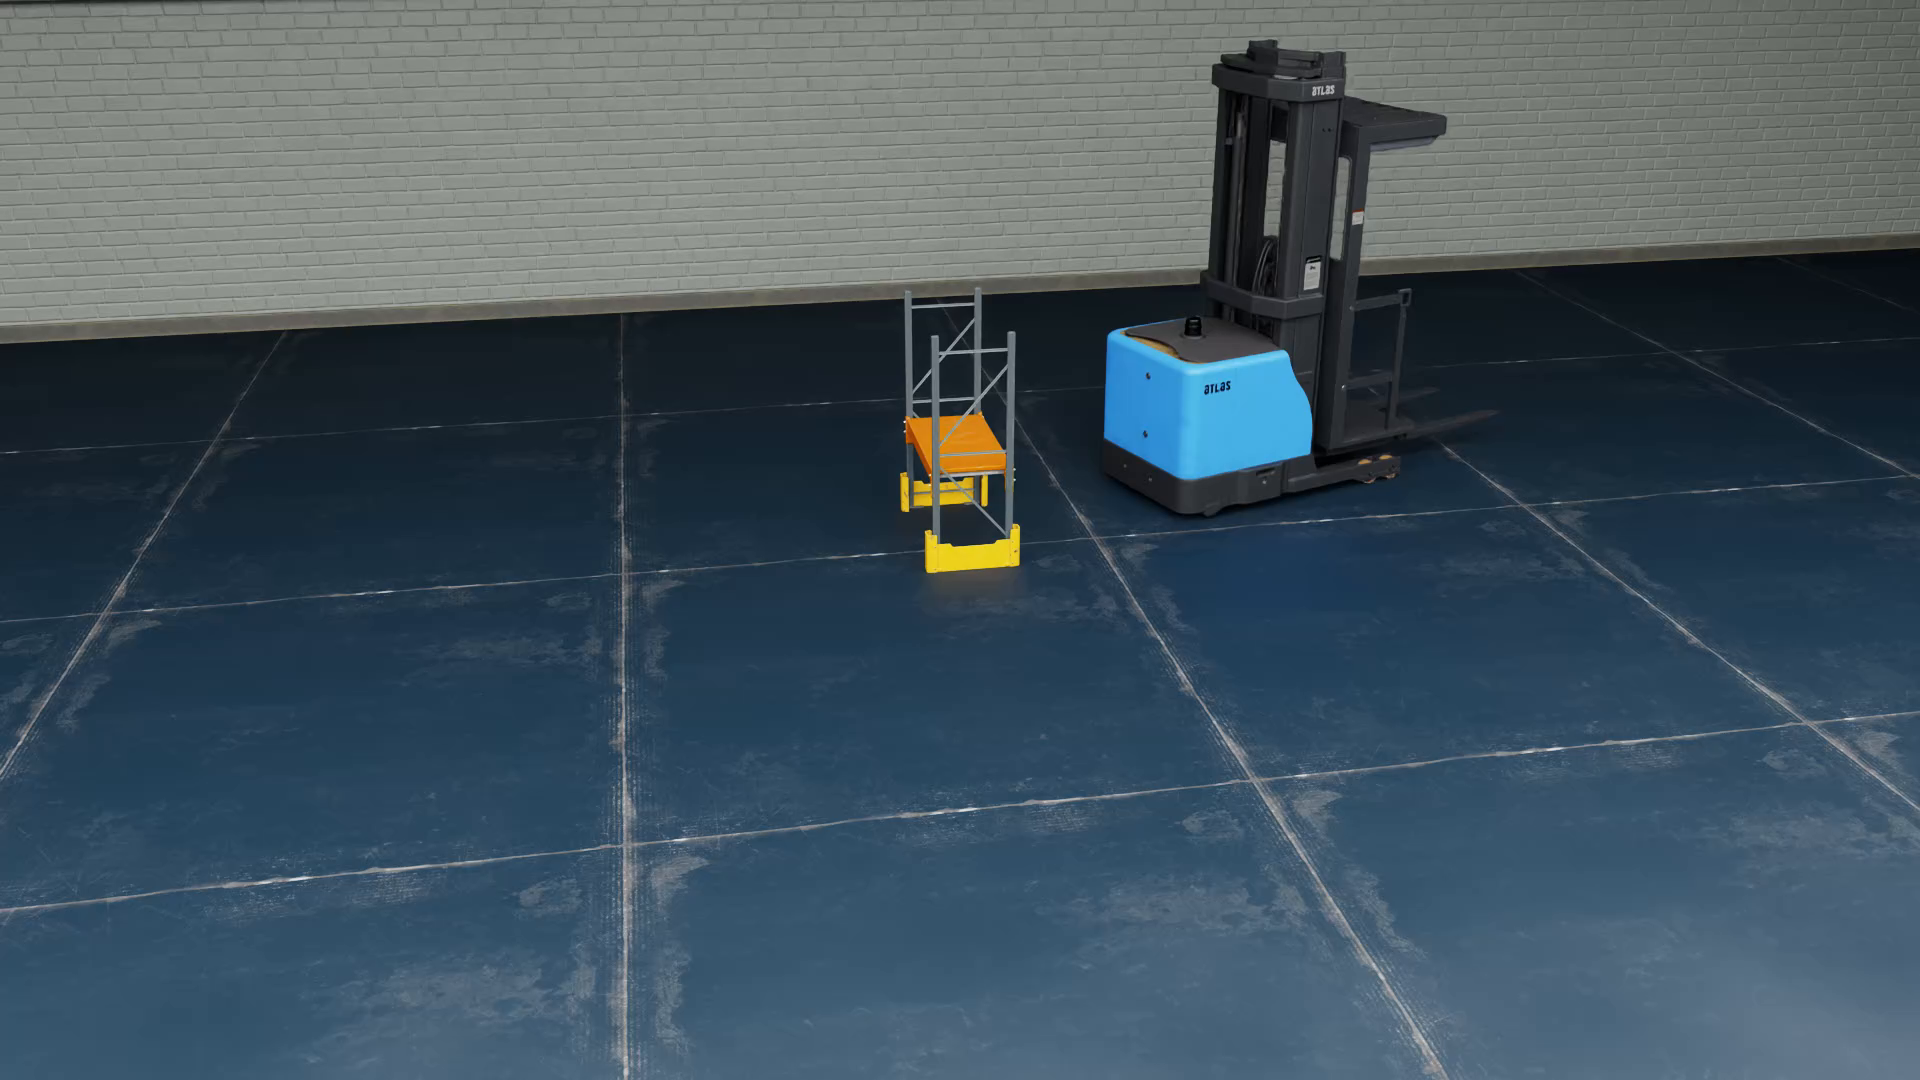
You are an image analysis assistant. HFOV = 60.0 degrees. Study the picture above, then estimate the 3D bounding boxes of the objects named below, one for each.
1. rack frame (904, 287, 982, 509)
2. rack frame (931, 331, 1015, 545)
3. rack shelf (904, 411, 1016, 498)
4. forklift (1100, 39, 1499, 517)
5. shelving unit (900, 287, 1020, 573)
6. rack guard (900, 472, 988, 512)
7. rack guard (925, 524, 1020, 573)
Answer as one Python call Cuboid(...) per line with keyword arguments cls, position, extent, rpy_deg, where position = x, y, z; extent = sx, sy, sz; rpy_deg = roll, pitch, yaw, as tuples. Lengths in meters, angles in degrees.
Cuboid(cls="rack frame", position=(-0.110, -0.921, 10.984), extent=(0.500, 1.500, 0.032), rpy_deg=(-4, 24, -10))
Cuboid(cls="rack frame", position=(0.078, -0.521, 10.069), extent=(0.500, 1.500, 0.032), rpy_deg=(-4, 24, -10))
Cuboid(cls="rack shelf", position=(-0.016, -0.556, 10.599), extent=(0.538, 0.185, 1.000), rpy_deg=(-4, 24, -10))
Cuboid(cls="forklift", position=(2.528, -1.910, 11.461), extent=(3.031, 2.935, 1.130), rpy_deg=(-13, 27, -27))
Cuboid(cls="shelving unit", position=(-0.014, -0.717, 10.518), extent=(0.587, 1.500, 1.083), rpy_deg=(-4, 24, -10))
Cuboid(cls="rack guard", position=(-0.106, -0.340, 11.217), extent=(0.587, 0.250, 0.087), rpy_deg=(-4, 24, -10))
Cuboid(cls="rack guard", position=(0.078, 0.051, 10.320), extent=(0.587, 0.250, 0.087), rpy_deg=(-4, 24, -10))
